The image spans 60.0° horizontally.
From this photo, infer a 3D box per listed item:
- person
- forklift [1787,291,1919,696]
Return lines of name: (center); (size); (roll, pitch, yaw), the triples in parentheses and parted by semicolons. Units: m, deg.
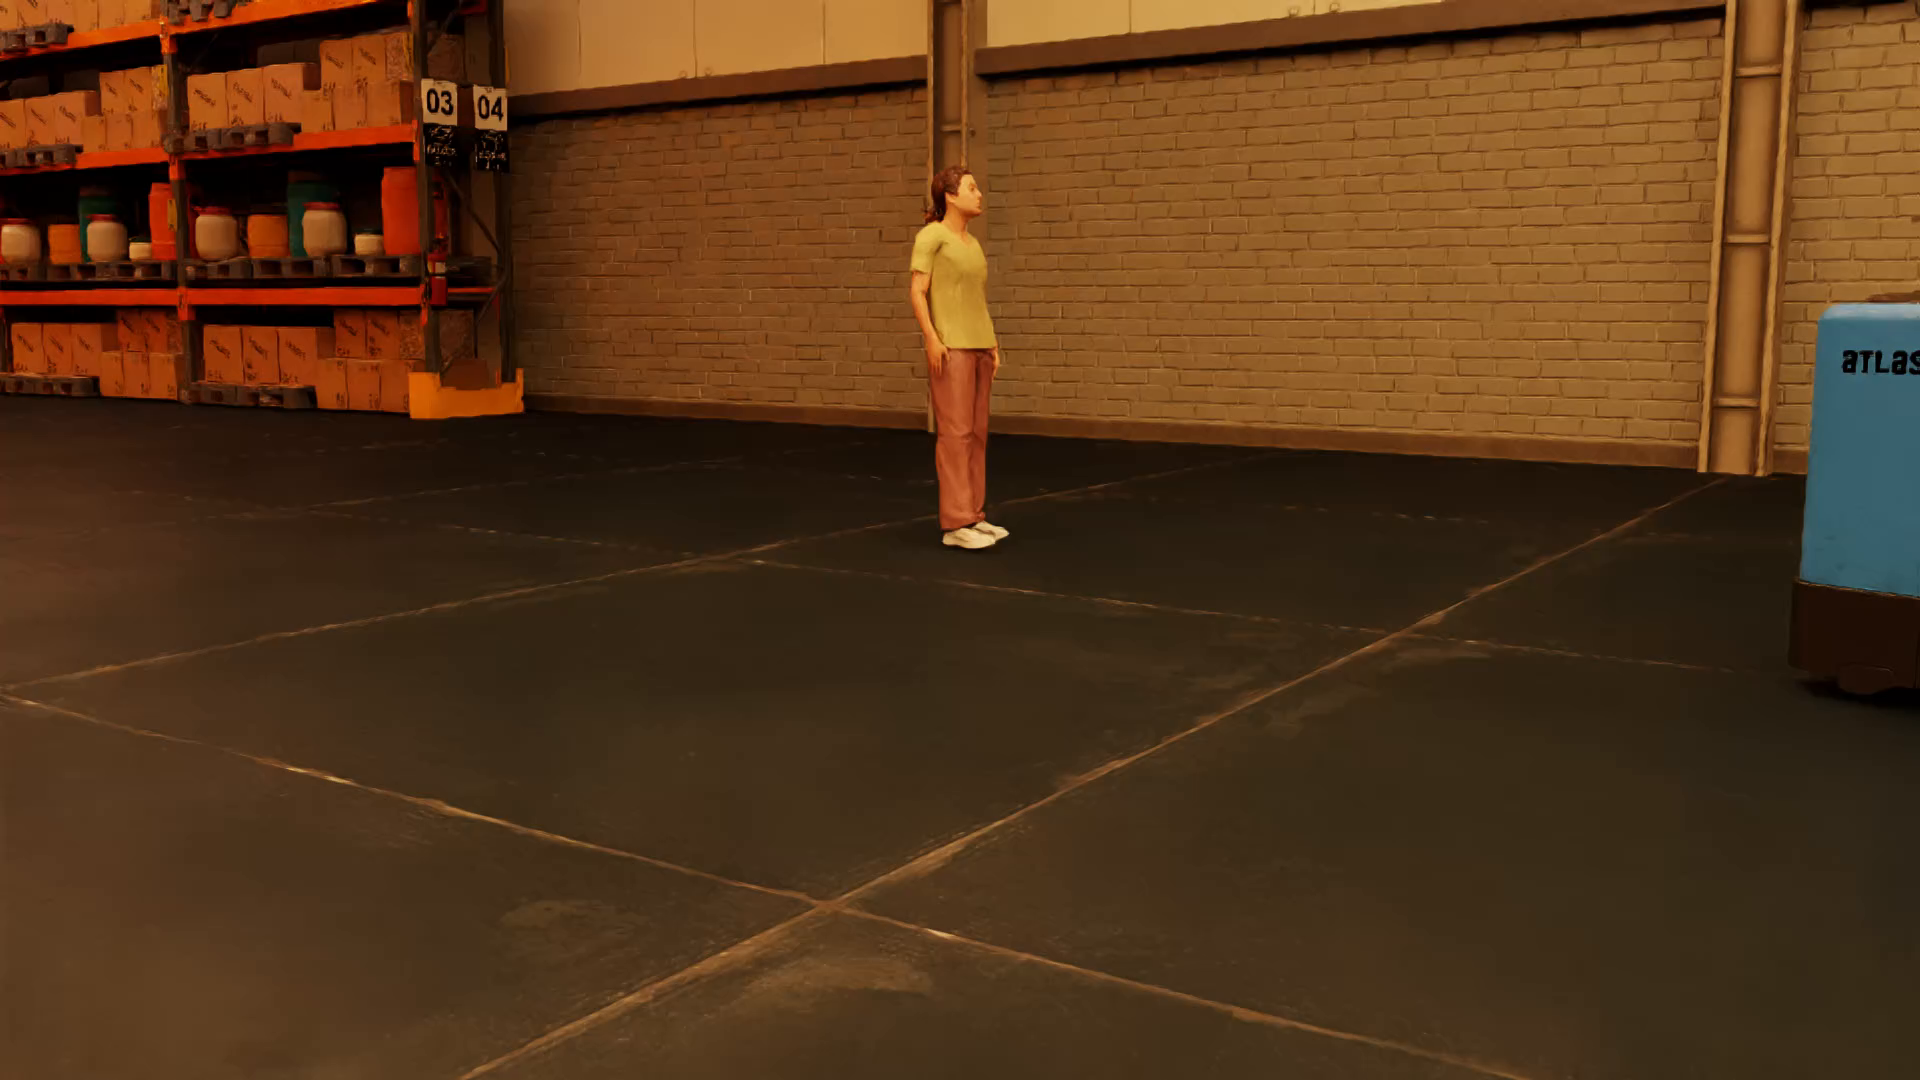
person: (0.055, -0.829, 7.435); (0.548, 1.674, 0.554); (5, 10, 34)
forklift: (3.588, -0.904, 3.549); (1.130, 2.935, 3.031); (-6, 10, -36)
